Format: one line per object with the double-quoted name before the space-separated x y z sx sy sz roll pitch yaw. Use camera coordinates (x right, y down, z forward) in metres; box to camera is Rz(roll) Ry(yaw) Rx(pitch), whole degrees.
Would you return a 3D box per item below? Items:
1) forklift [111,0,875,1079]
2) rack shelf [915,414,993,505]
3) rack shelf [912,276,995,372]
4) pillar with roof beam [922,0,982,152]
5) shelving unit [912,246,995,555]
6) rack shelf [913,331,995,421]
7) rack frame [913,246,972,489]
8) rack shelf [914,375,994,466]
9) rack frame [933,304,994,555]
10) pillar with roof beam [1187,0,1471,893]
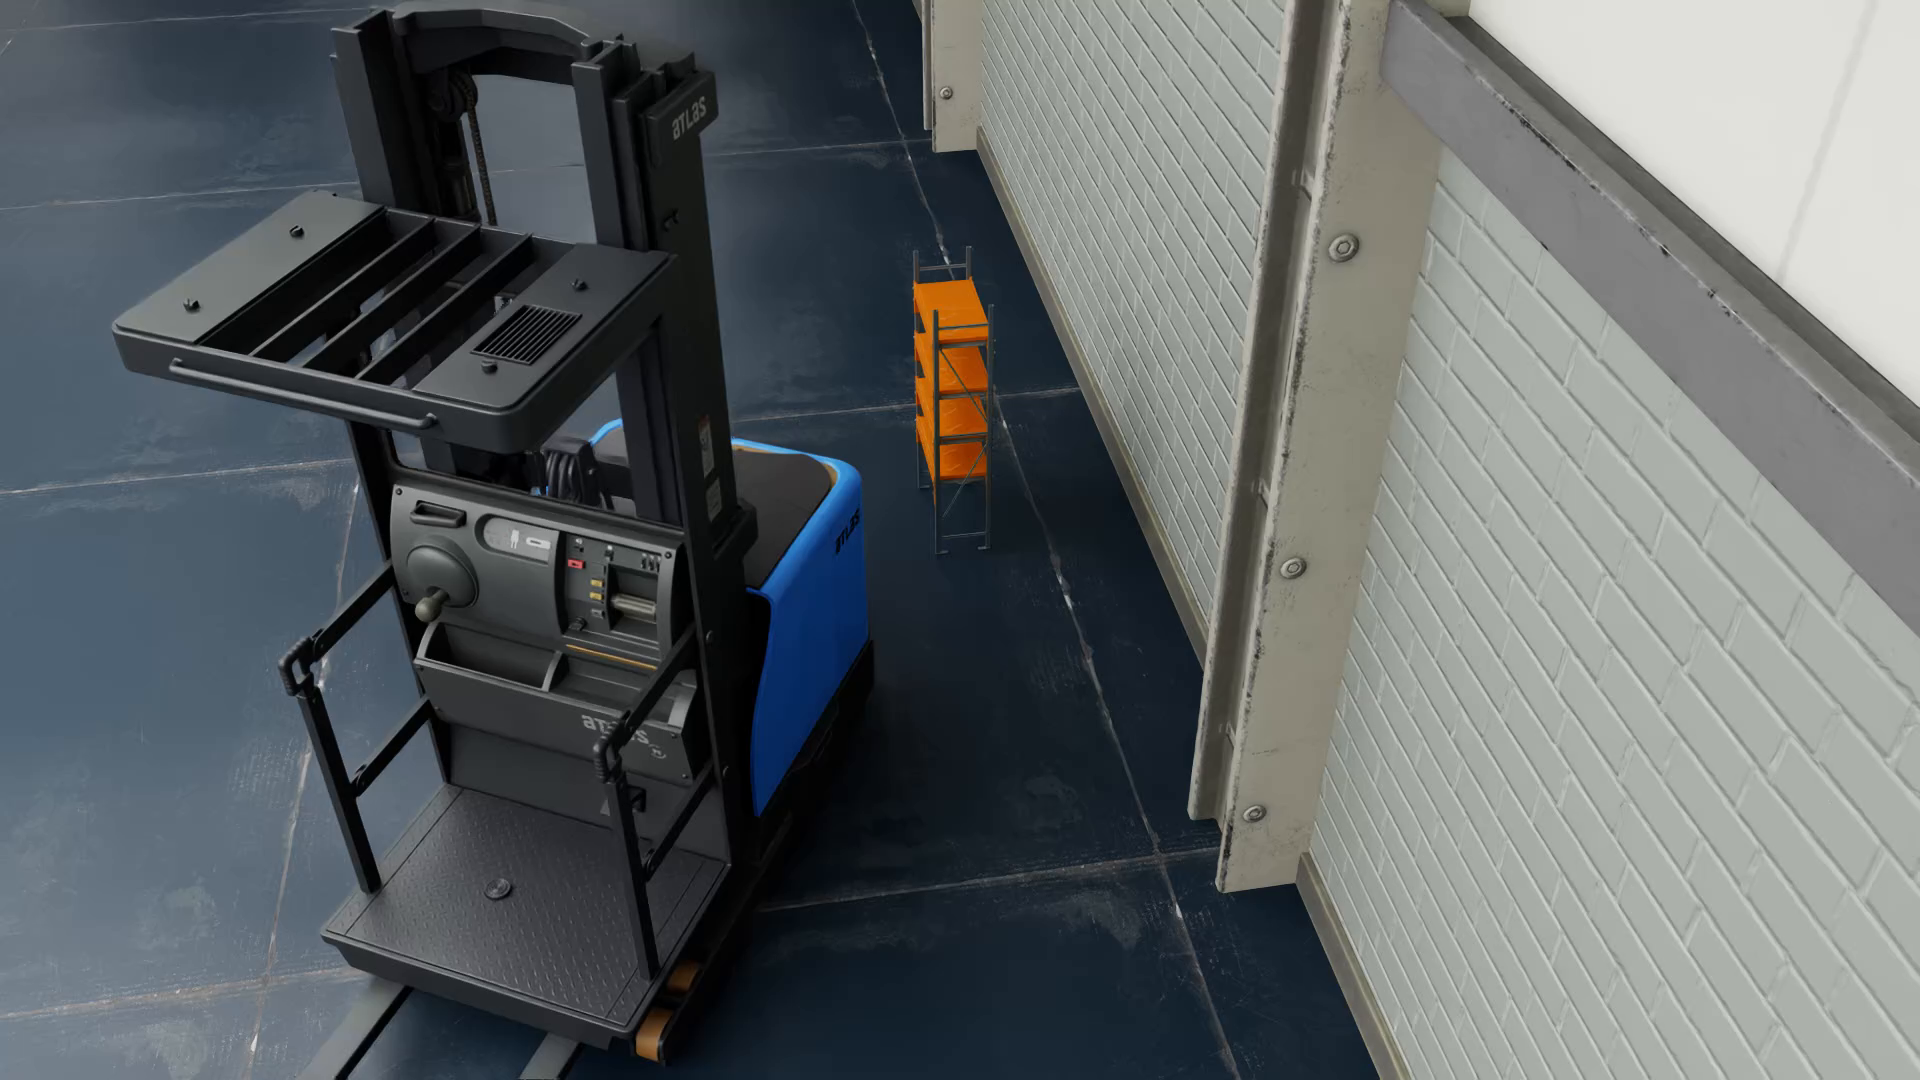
"forklift" -1.306 0.171 4.641 1.130 2.935 3.031 12 40 15
"rack shelf" -0.029 -0.364 7.174 0.258 0.148 0.480 -6 38 -8
"rack shelf" -0.029 -0.884 6.770 0.258 0.148 0.480 -6 38 -8
"pillar with roof beam" -4.285 -5.642 7.177 9.100 9.000 0.400 -6 38 -8
"shelving unit" -0.029 -0.574 7.011 0.258 1.200 0.503 -6 38 -8
"rack shelf" -0.029 -0.697 6.915 0.258 0.148 0.480 -6 38 -8
"rack frame" -0.072 -0.721 7.200 0.240 1.200 0.015 -6 38 -8
"rack shelf" -0.029 -0.521 7.052 0.258 0.148 0.480 -6 38 -8
"rack frame" 0.014 -0.426 6.821 0.240 1.200 0.015 -6 38 -8
"pillar with roof beam" -3.233 -2.018 2.512 9.100 9.000 0.400 -6 38 -8
